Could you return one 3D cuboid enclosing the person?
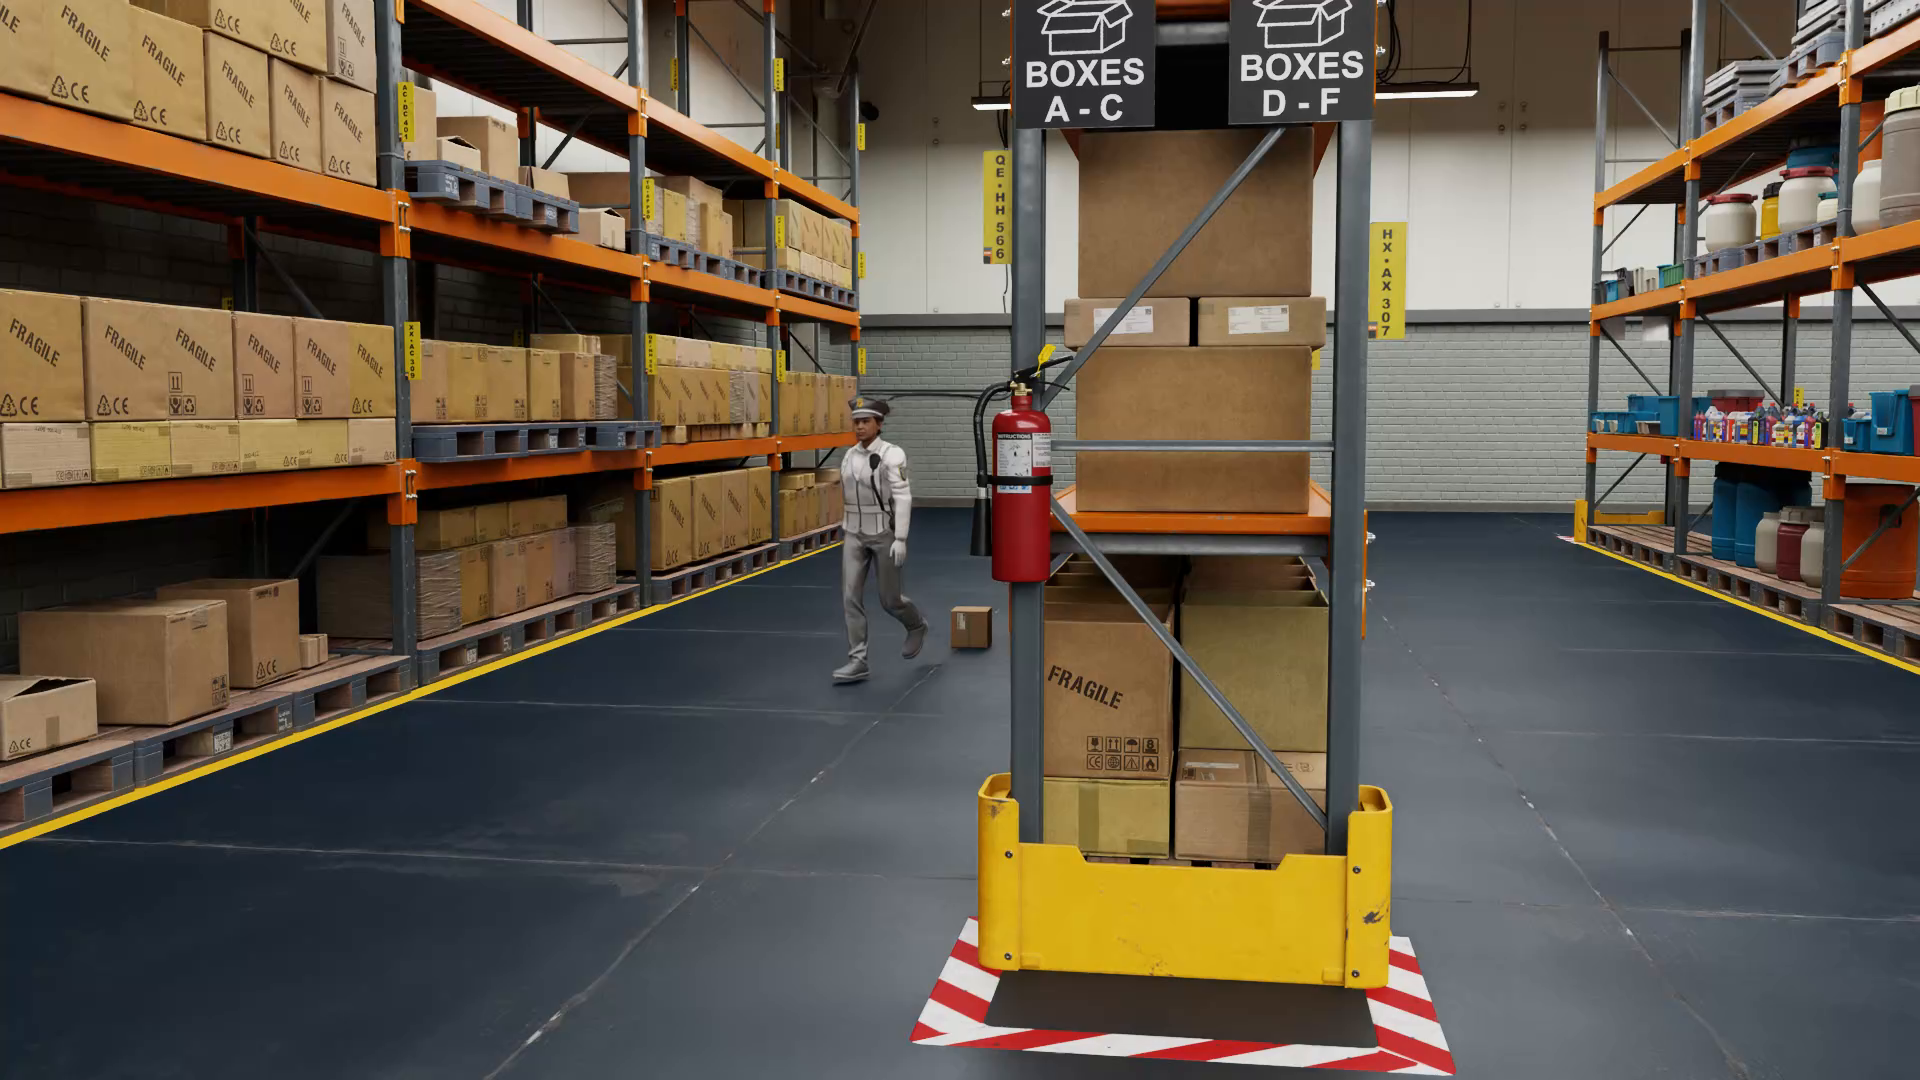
[{"bbox_3d":[-0.473,-0.027,9.924,0.494,1.653,0.786,3,5,30],"label":"person"}]
